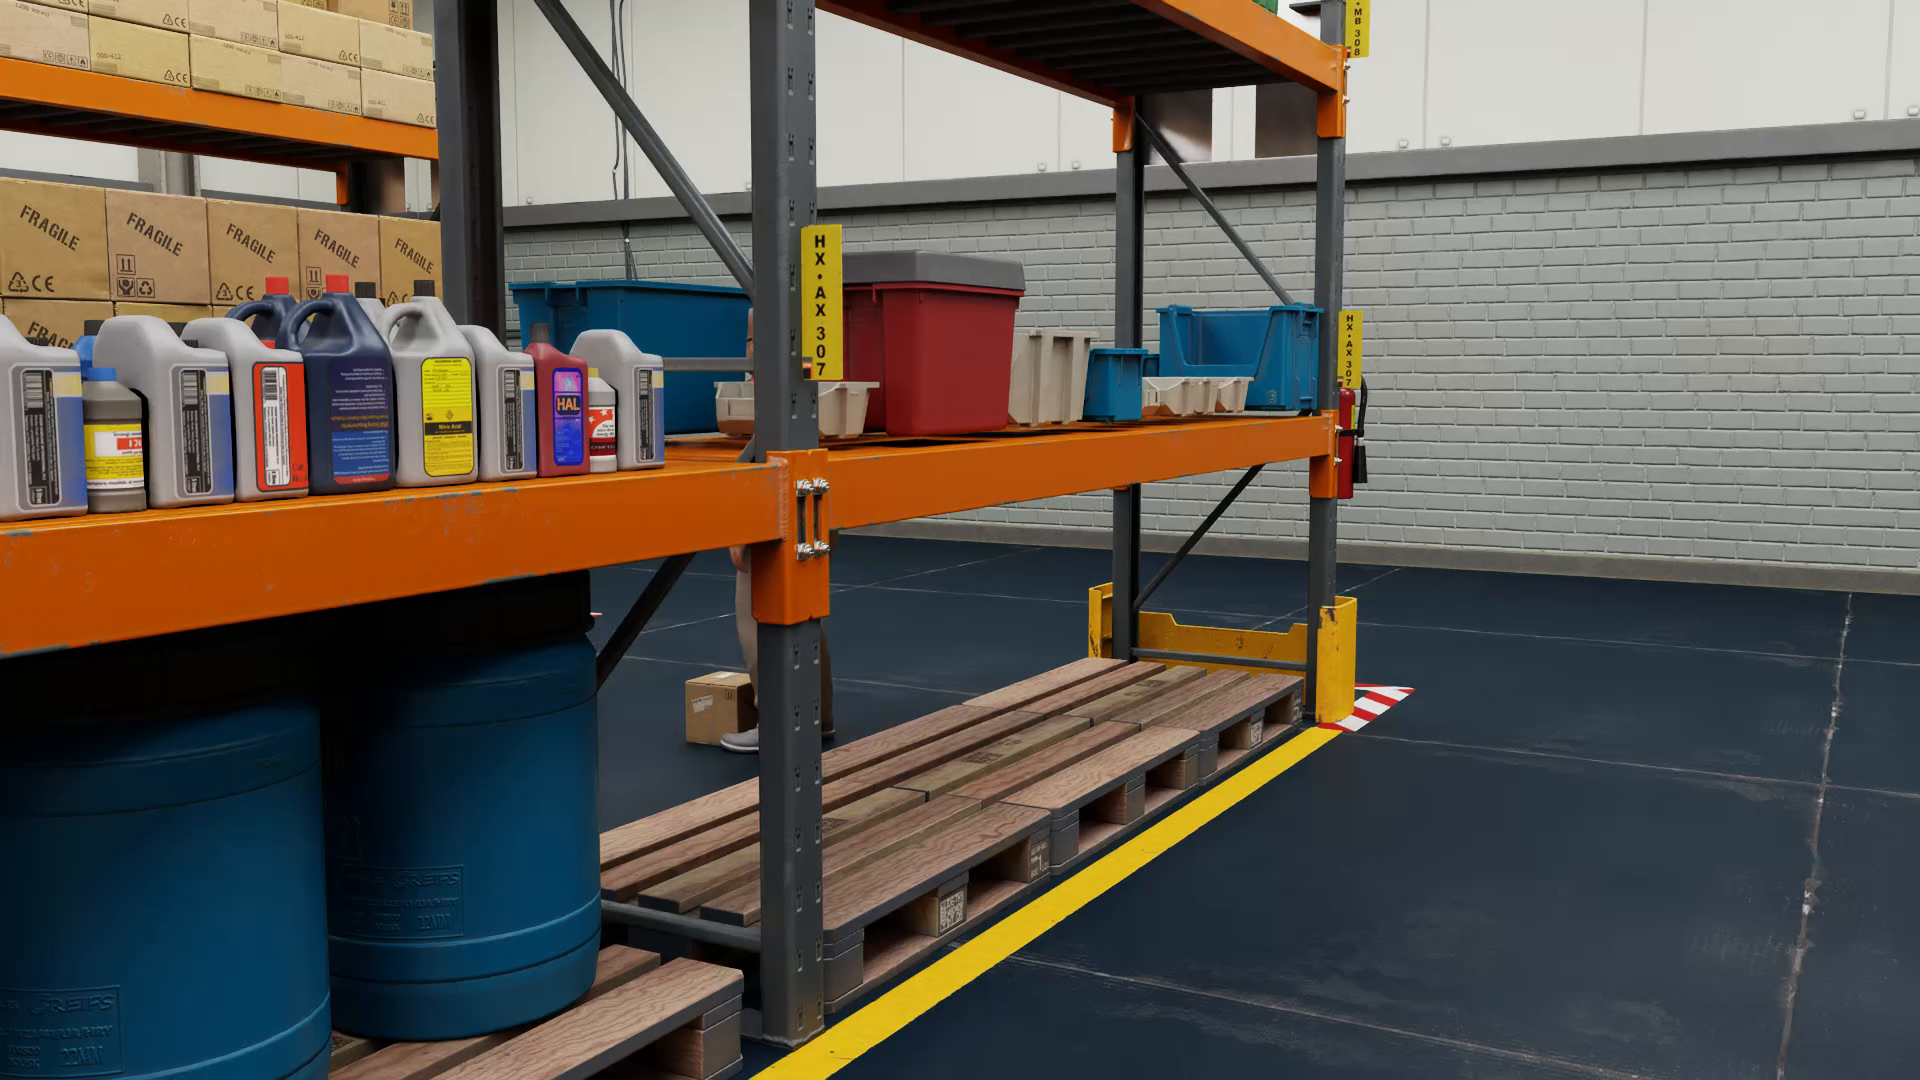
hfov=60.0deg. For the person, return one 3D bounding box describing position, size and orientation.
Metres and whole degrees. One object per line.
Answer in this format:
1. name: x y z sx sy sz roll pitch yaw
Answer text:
1. person: -0.707 -0.039 6.575 0.396 1.726 0.584 3 7 28
